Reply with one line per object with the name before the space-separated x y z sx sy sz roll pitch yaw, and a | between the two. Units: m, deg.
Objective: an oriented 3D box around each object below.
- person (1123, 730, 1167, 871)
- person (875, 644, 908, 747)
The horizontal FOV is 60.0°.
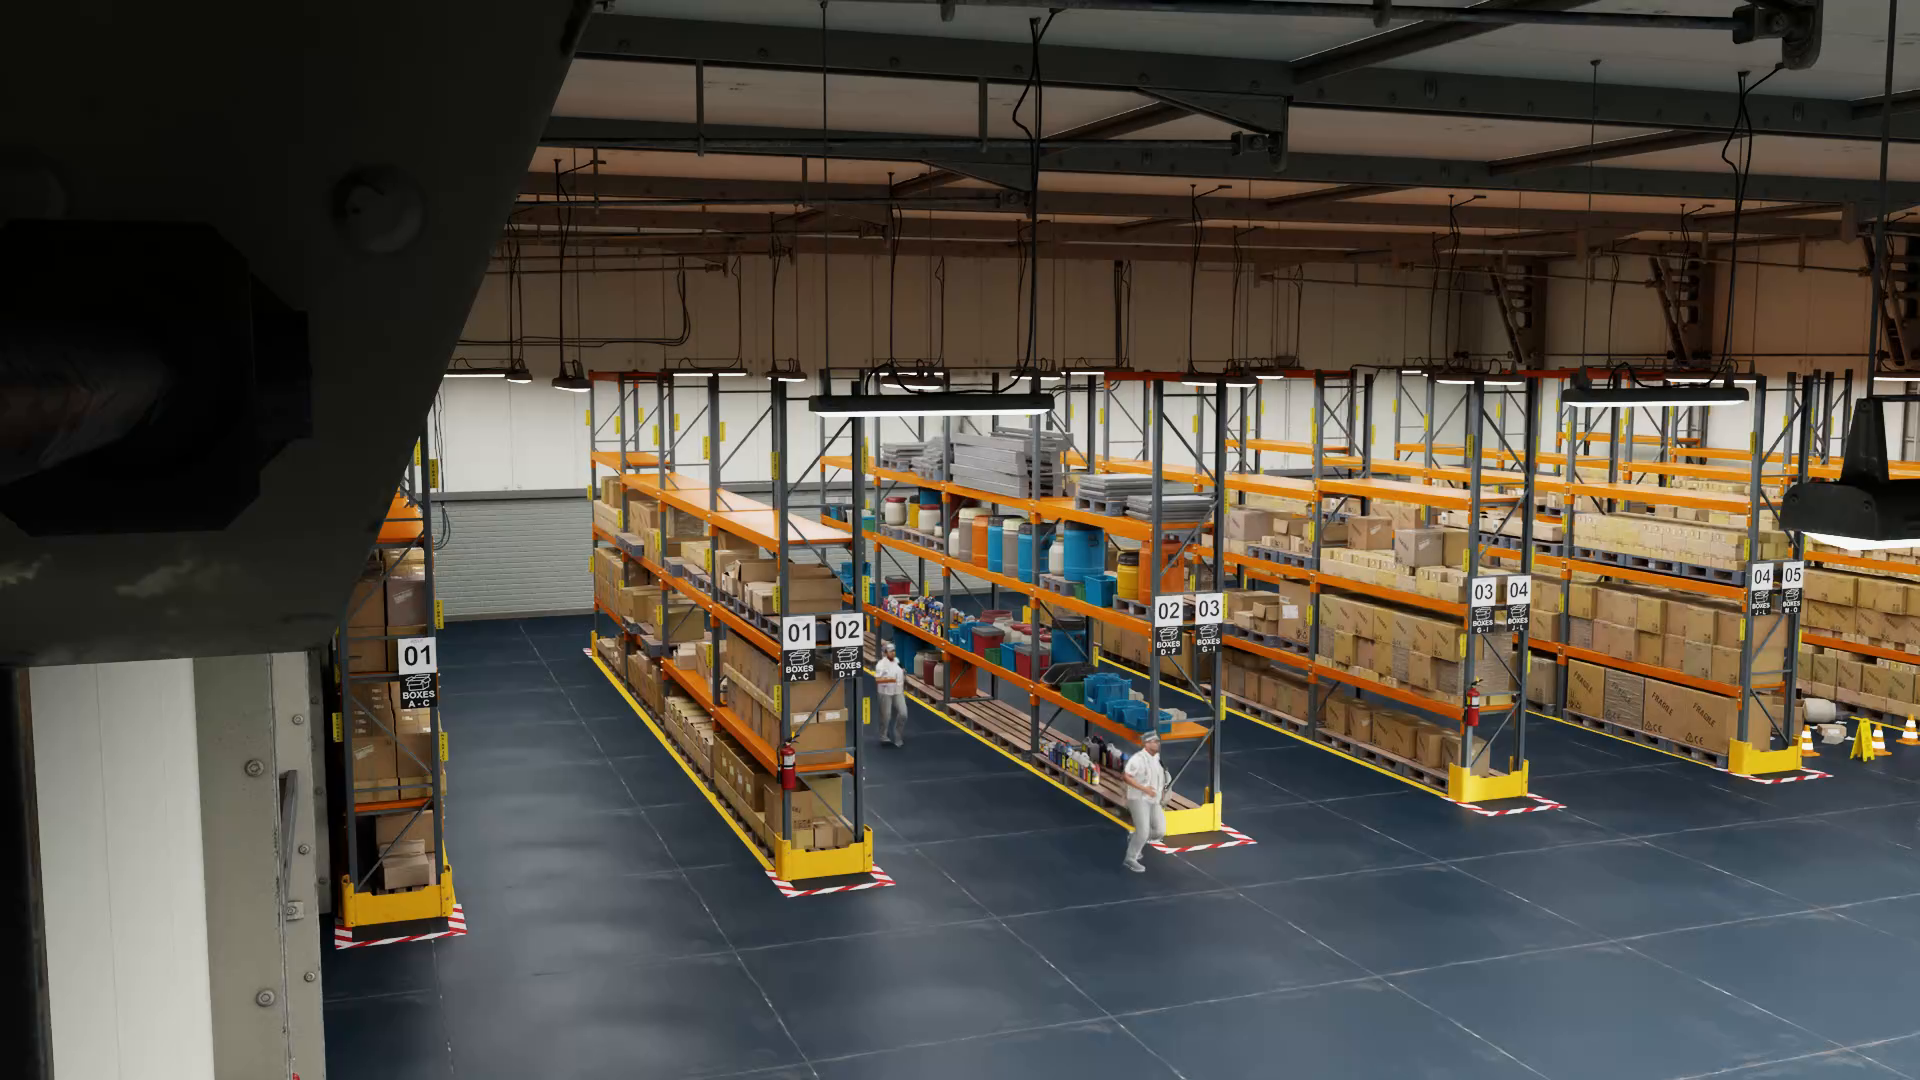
person | 2.317 3.195 20.620 0.666 1.706 0.580 -6 9 -43
person | -1.100 2.518 26.915 0.586 1.695 0.661 -3 7 -28
